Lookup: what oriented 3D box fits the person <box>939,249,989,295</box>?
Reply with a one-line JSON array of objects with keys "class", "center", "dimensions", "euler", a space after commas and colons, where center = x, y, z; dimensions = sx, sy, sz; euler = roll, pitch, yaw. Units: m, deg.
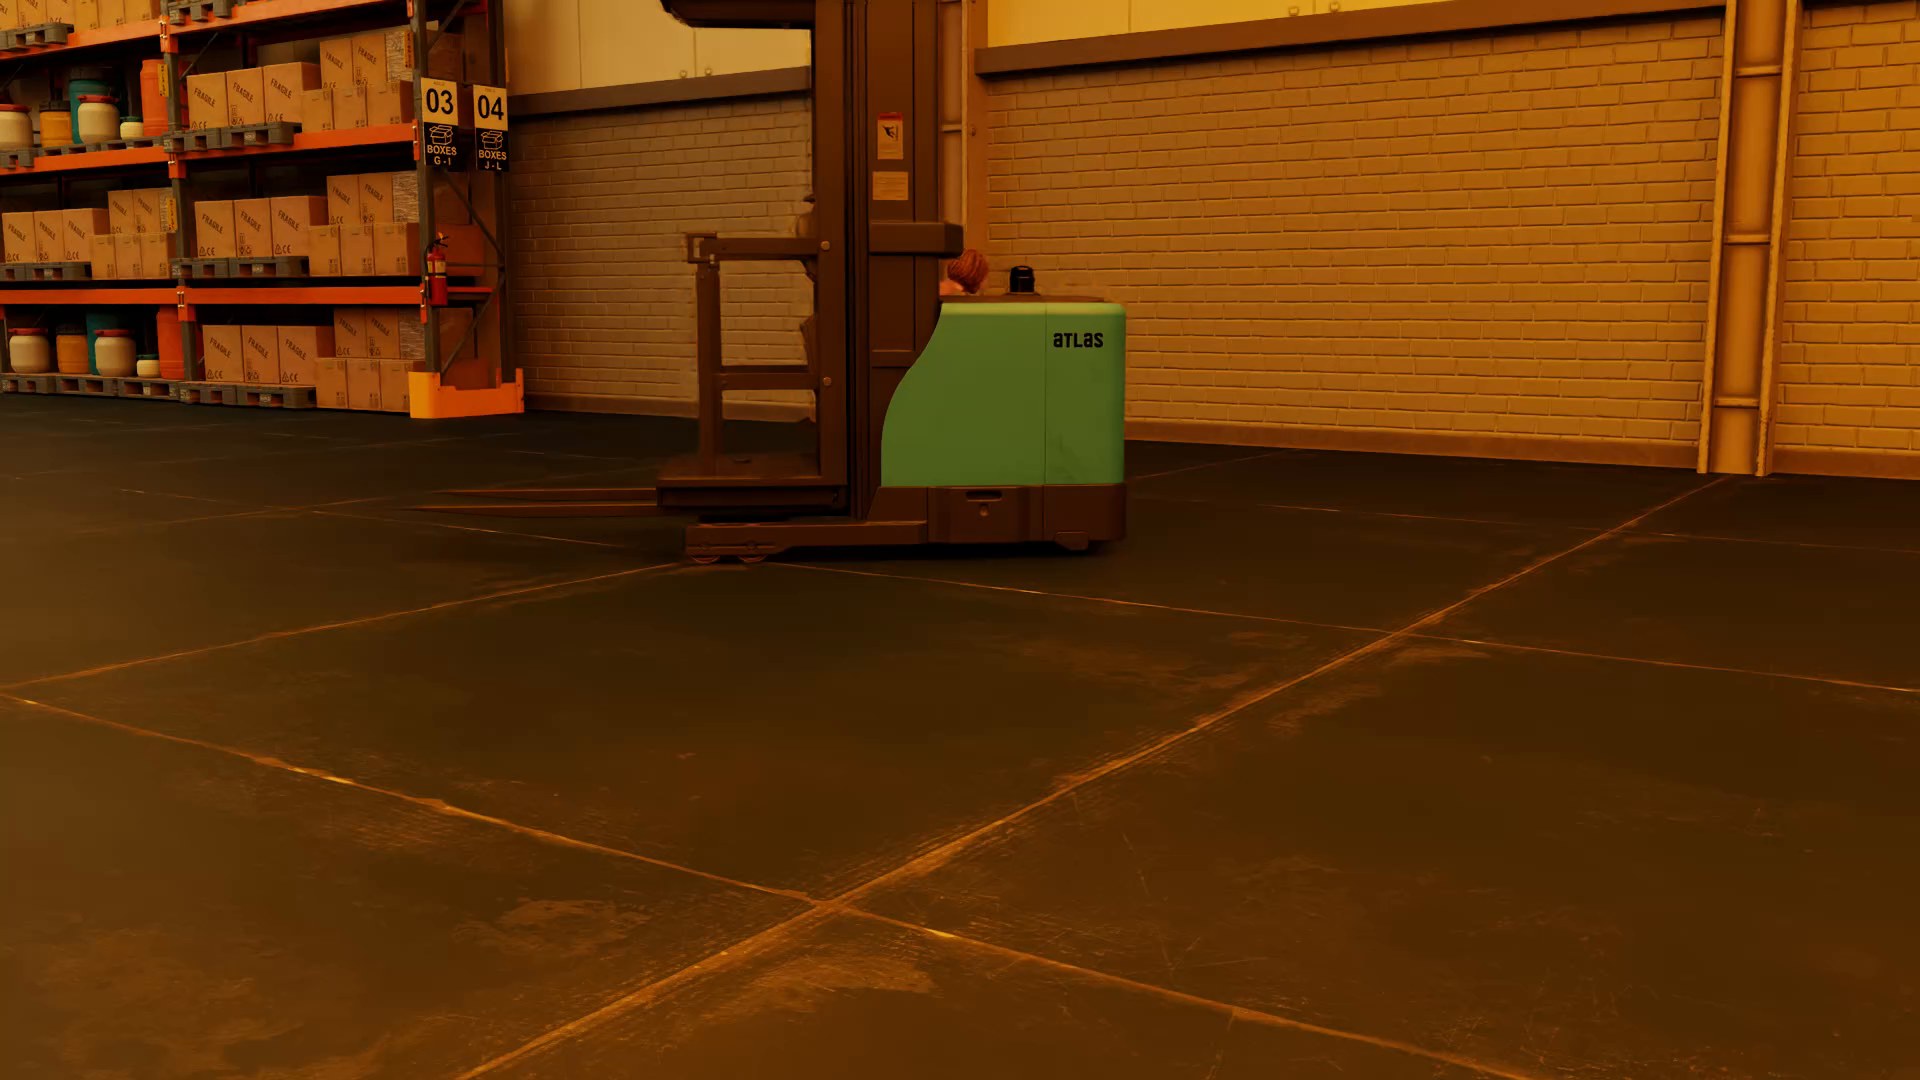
[{"class": "person", "center": [0.119, -0.828, 8.651], "dimensions": [0.849, 1.366, 1.026], "euler": [-4, 9, -27]}]

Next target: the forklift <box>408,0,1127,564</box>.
[{"class": "forklift", "center": [-0.834, -1.430, 7.251], "dimensions": [3.031, 2.935, 1.130], "euler": [-1, 8, -6]}]
